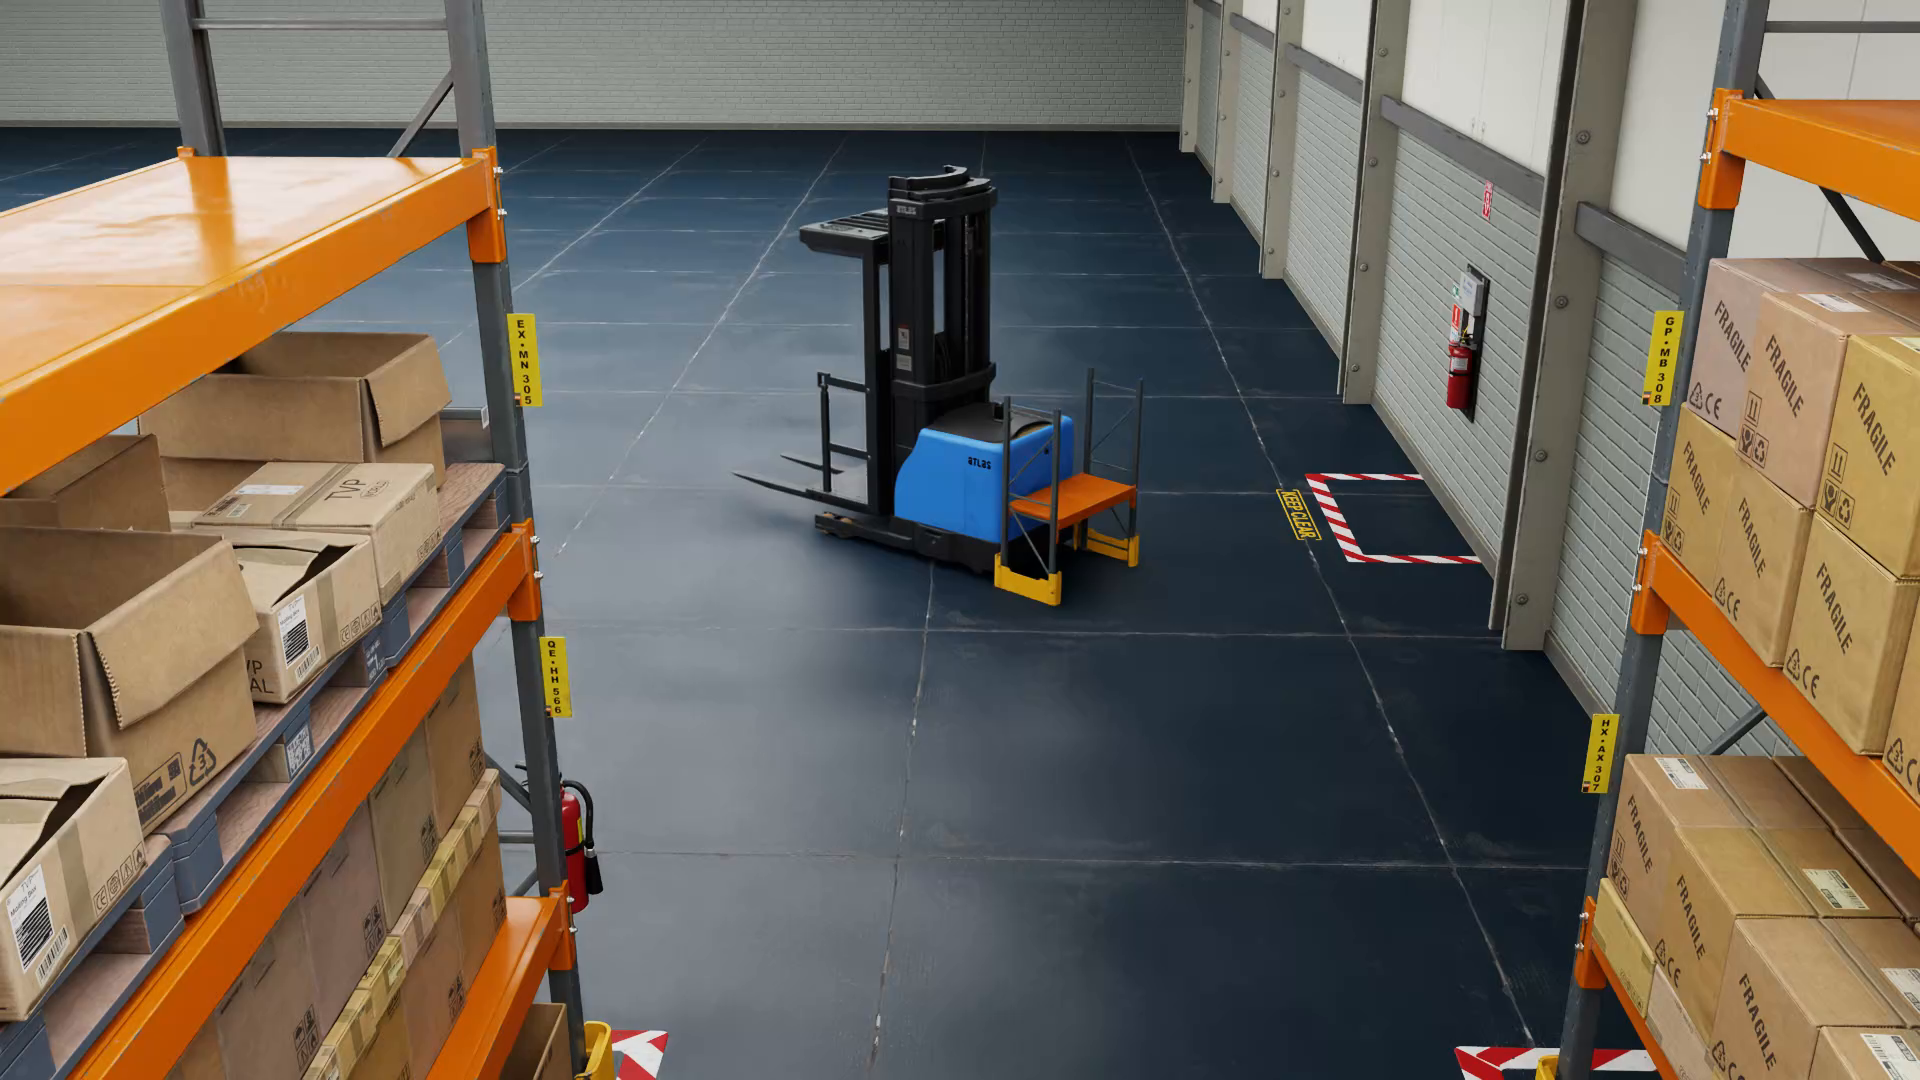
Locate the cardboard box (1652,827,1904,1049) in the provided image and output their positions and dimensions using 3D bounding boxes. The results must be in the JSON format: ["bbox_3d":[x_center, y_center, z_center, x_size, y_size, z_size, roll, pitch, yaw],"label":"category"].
[{"bbox_3d":[2.573,1.259,5.280,0.500,0.500,0.500,1,21,2],"label":"cardboard box"}]

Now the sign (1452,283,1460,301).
[{"bbox_3d":[4.163,-2.060,13.910,0.001,0.109,0.331,1,21,2],"label":"sign"}]

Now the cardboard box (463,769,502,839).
[{"bbox_3d":[-1.860,0.938,5.929,0.380,0.149,0.250,0,21,1],"label":"cardboard box"}]

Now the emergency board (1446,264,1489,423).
[{"bbox_3d":[4.052,-1.599,13.504,0.194,1.169,0.643,1,21,2],"label":"emergency board"}]

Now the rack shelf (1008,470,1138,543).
[{"bbox_3d":[0.839,-0.263,12.619,0.538,0.185,1.000,18,28,37],"label":"rack shelf"}]

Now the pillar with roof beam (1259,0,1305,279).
[{"bbox_3d":[0.001,-7.889,21.422,9.100,9.000,0.400,1,21,2],"label":"pillar with roof beam"}]

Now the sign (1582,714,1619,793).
[{"bbox_3d":[2.371,0.791,6.147,0.100,0.325,0.005,1,21,2],"label":"sign"}]

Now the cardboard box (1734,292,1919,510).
[{"bbox_3d":[2.593,-0.403,4.725,0.500,0.500,0.500,0,21,1],"label":"cardboard box"}]

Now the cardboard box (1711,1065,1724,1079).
[{"bbox_3d":[2.558,1.806,4.907,0.500,0.250,0.500,0,21,1],"label":"cardboard box"}]

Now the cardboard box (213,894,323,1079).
[{"bbox_3d":[-2.107,1.237,4.262,0.700,0.500,0.500,1,21,2],"label":"cardboard box"}]

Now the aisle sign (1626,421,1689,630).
[{"bbox_3d":[2.615,-0.041,5.894,0.394,0.787,0.004,1,21,2],"label":"aisle sign"}]

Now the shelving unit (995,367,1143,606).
[{"bbox_3d":[0.835,-0.427,12.546,0.587,1.500,1.083,18,28,37],"label":"shelving unit"}]

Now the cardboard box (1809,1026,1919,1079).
[{"bbox_3d":[2.547,1.633,4.317,0.500,0.500,0.500,1,21,3],"label":"cardboard box"}]

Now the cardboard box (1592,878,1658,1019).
[{"bbox_3d":[2.581,1.434,5.866,0.500,0.250,0.500,0,21,0],"label":"cardboard box"}]

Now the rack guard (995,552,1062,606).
[{"bbox_3d":[0.505,0.290,12.424,0.587,0.250,0.087,18,28,37],"label":"rack guard"}]

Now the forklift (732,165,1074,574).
[{"bbox_3d":[-0.573,-1.514,13.380,3.031,2.935,1.130,15,26,34],"label":"forklift"}]

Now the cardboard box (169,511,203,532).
[{"bbox_3d":[-2.250,0.028,4.736,0.380,0.149,0.250,1,21,2],"label":"cardboard box"}]

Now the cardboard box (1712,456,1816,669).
[{"bbox_3d":[2.601,0.058,4.920,0.500,0.500,0.500,2,21,5],"label":"cardboard box"}]

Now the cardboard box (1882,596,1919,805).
[{"bbox_3d":[2.594,0.440,3.936,0.500,0.500,0.500,2,21,5],"label":"cardboard box"}]

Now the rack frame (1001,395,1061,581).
[{"bbox_3d":[0.511,-0.290,12.192,0.500,1.500,0.032,18,28,37],"label":"rack frame"}]

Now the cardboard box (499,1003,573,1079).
[{"bbox_3d":[-1.757,2.081,6.203,0.500,0.500,0.500,1,21,2],"label":"cardboard box"}]

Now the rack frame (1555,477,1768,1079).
[{"bbox_3d":[2.913,1.200,6.288,1.000,3.000,0.127,1,21,2],"label":"rack frame"}]

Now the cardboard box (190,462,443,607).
[{"bbox_3d":[-1.810,-0.023,4.728,0.500,0.250,0.500,1,21,2],"label":"cardboard box"}]

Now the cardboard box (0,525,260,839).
[{"bbox_3d":[-1.984,0.292,3.567,0.797,0.503,0.637,3,21,8],"label":"cardboard box"}]

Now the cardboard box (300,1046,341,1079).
[{"bbox_3d":[-1.905,1.499,4.483,0.380,0.149,0.250,0,21,1],"label":"cardboard box"}]

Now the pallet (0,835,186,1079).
[{"bbox_3d":[-2.160,0.928,2.967,1.003,0.211,1.213,1,21,2],"label":"pallet"}]

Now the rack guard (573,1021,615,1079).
[{"bbox_3d":[-2.038,2.304,6.900,1.175,0.500,0.348,1,21,2],"label":"rack guard"}]

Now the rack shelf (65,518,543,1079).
[{"bbox_3d":[-2.099,0.807,4.149,1.077,0.370,4.000,1,21,2],"label":"rack shelf"}]

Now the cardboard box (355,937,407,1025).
[{"bbox_3d":[-1.891,1.311,4.967,0.380,0.149,0.250,1,21,3],"label":"cardboard box"}]

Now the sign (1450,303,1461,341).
[{"bbox_3d":[4.172,-1.815,14.010,0.001,0.329,0.234,1,21,2],"label":"sign"}]

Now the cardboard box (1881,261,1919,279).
[{"bbox_3d":[3.161,-0.561,5.134,0.500,0.500,0.500,2,21,4],"label":"cardboard box"}]

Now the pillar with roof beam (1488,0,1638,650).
[{"bbox_3d":[-0.364,-3.551,10.240,9.100,9.000,0.400,1,21,2],"label":"pillar with roof beam"}]

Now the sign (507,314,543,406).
[{"bbox_3d":[-1.496,-0.616,5.709,0.100,0.325,0.005,1,21,2],"label":"sign"}]

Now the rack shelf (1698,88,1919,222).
[{"bbox_3d":[2.852,-0.536,3.470,1.077,0.370,4.000,1,21,2],"label":"rack shelf"}]

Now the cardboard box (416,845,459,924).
[{"bbox_3d":[-1.874,1.126,5.446,0.380,0.149,0.250,0,21,1],"label":"cardboard box"}]

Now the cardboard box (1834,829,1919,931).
[{"bbox_3d":[3.086,1.266,5.262,0.500,0.500,0.500,1,21,2],"label":"cardboard box"}]

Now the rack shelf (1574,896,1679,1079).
[{"bbox_3d":[2.852,2.259,4.555,1.077,0.370,4.000,1,21,2],"label":"rack shelf"}]

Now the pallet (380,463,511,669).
[{"bbox_3d":[-2.086,0.045,5.241,1.003,0.211,1.213,1,21,2],"label":"pallet"}]

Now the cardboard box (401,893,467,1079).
[{"bbox_3d":[-2.077,1.459,5.483,0.700,0.500,0.500,1,21,3],"label":"cardboard box"}]

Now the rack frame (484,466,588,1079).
[{"bbox_3d":[-2.038,1.147,6.425,1.000,3.000,0.127,1,21,2],"label":"rack frame"}]

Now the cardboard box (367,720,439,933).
[{"bbox_3d":[-2.078,0.874,5.199,0.700,0.500,0.500,0,21,0],"label":"cardboard box"}]
